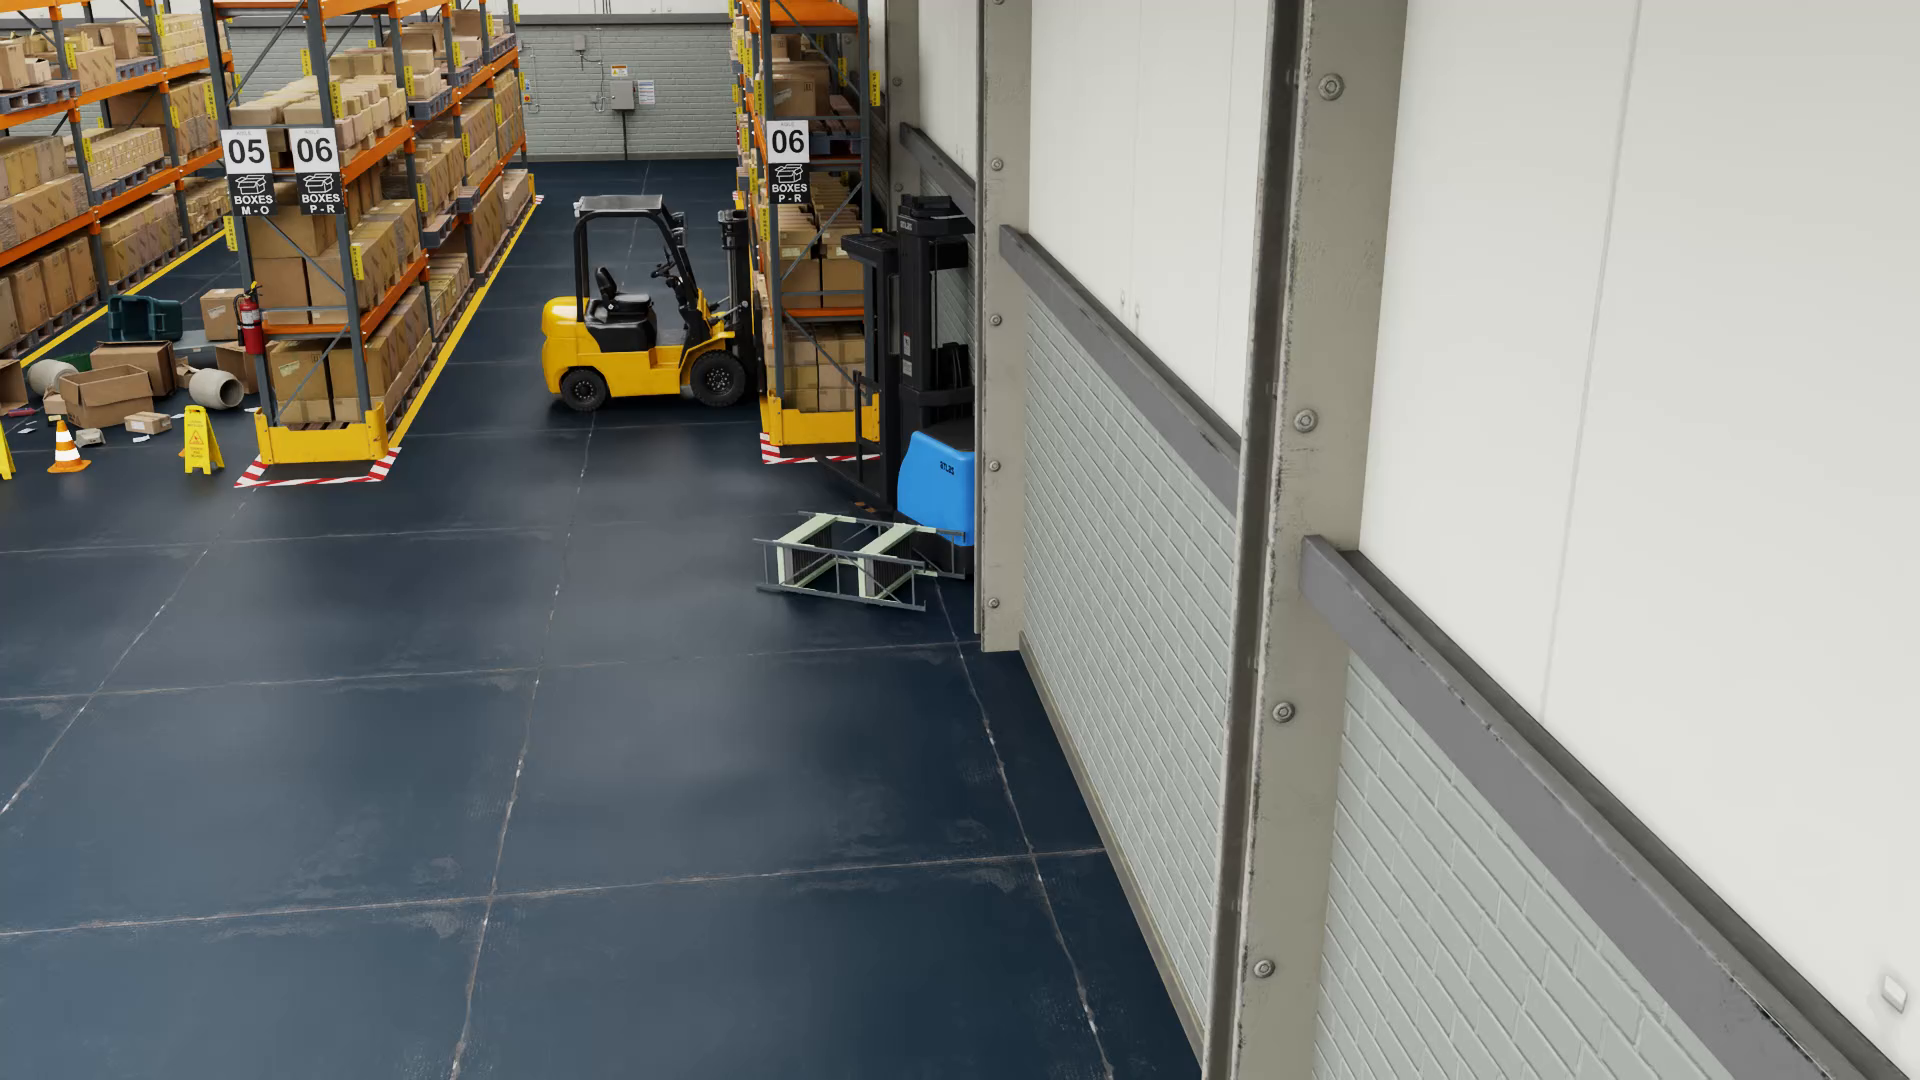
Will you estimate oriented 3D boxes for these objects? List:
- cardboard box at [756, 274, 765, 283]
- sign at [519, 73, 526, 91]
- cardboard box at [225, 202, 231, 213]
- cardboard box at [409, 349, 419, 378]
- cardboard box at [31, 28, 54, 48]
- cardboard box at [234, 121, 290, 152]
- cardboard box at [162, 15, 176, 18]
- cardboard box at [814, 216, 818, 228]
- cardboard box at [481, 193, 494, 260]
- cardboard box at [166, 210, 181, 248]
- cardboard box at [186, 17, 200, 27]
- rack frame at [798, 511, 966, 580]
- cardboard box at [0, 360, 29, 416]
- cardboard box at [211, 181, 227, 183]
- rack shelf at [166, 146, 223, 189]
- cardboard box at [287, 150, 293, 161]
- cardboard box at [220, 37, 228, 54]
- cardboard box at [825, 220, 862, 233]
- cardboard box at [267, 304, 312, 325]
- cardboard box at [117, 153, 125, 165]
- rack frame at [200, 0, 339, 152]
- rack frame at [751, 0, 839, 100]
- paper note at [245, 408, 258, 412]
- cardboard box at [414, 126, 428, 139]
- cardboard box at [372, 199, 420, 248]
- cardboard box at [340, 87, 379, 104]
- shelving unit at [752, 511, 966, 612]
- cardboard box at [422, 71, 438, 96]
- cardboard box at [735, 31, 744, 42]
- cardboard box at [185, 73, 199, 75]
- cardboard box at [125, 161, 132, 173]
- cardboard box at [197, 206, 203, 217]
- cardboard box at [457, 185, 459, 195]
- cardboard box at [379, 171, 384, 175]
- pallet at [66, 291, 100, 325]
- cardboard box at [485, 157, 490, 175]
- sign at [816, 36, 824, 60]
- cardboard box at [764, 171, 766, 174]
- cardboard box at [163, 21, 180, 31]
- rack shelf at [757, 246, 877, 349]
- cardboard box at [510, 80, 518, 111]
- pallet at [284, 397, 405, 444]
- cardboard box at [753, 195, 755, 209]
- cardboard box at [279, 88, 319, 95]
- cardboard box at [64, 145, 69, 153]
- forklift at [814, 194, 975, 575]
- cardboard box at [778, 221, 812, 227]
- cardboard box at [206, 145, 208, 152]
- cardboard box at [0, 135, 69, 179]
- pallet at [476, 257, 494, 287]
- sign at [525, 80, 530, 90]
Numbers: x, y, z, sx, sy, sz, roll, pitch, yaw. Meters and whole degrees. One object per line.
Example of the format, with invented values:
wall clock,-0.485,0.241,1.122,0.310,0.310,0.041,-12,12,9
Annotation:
cardboard box,-2.187,-3.035,20.030,0.500,0.250,0.500,-3,21,-9
sign,-8.049,-8.421,30.555,0.100,0.325,0.005,-3,21,-8
cardboard box,-12.952,-5.800,29.006,0.380,0.149,0.250,-4,21,-10
cardboard box,-6.351,-1.947,18.546,0.500,0.250,0.500,-3,21,-7
cardboard box,-12.839,-7.072,23.414,0.396,0.266,0.258,-3,21,-8
cardboard box,-6.622,-3.843,15.794,0.500,0.250,0.500,-3,21,-8
cardboard box,-13.664,-8.905,28.490,0.380,0.149,0.250,-3,21,-8
cardboard box,-1.423,-3.560,18.466,0.380,0.149,0.250,-4,21,-9
cardboard box,-7.576,-4.729,25.100,0.875,0.875,0.875,-3,21,-7
cardboard box,-12.539,-4.857,25.981,0.500,0.500,0.500,-3,21,-9
cardboard box,-12.979,-8.671,27.861,0.380,0.149,0.250,-2,21,-7
rack frame,-0.646,0.036,13.530,1.500,0.400,0.023,7,21,23
cardboard box,-10.502,-1.650,17.989,0.500,0.500,0.500,1,20,2
cardboard box,-13.002,-6.256,29.378,0.380,0.149,0.250,-3,21,-9
rack shelf,-13.183,-6.431,28.249,1.077,0.370,4.000,-3,21,-8
cardboard box,-6.682,-3.780,16.196,0.380,0.149,0.250,-2,21,-6
cardboard box,-13.144,-8.651,29.092,0.500,0.250,0.500,-3,21,-9
cardboard box,-1.183,-3.169,16.993,0.380,0.149,0.250,-2,21,-6
cardboard box,-6.547,-2.206,16.269,0.380,0.149,0.250,-2,21,-6
cardboard box,-12.376,-5.532,24.148,0.380,0.149,0.250,-3,21,-8
rack frame,-6.281,-5.015,14.857,1.000,3.000,0.127,-3,21,-8
rack frame,-1.946,-6.652,19.239,1.000,3.000,0.127,-3,21,-8
paper note,-7.679,-1.418,18.044,0.142,0.019,0.148,-11,23,-26
cardboard box,-7.768,-5.656,23.574,0.500,0.500,0.500,-3,21,-9
cardboard box,-6.548,-3.635,19.167,0.500,0.500,0.500,-3,21,-9
cardboard box,-6.278,-4.620,17.306,0.380,0.149,0.250,-3,21,-7
shelving unit,-0.796,0.151,13.216,1.500,0.431,0.755,7,21,23
cardboard box,-6.619,-5.520,20.109,0.500,0.250,0.500,-3,21,-8
cardboard box,-3.324,-7.890,26.031,0.380,0.149,0.250,-3,21,-9
cardboard box,-13.669,-7.946,29.280,0.500,0.500,0.500,-3,21,-8
cardboard box,-12.412,-5.483,24.443,0.380,0.149,0.250,-4,21,-10
cardboard box,-12.862,-5.477,27.715,0.380,0.149,0.250,-4,21,-11
cardboard box,-6.935,-4.691,22.321,0.380,0.149,0.250,-4,21,-10
cardboard box,-7.151,-4.121,19.869,0.500,0.500,0.500,-3,21,-9
pallet,-12.279,-3.107,22.308,1.003,0.211,1.213,-3,21,-8
cardboard box,-7.571,-5.795,25.733,0.500,0.250,0.500,-3,21,-9
sign,-1.973,-6.936,23.435,0.100,0.325,0.005,-3,21,-8
cardboard box,-2.399,-4.653,21.392,0.380,0.149,0.250,-3,21,-9
cardboard box,-12.845,-8.305,26.881,0.380,0.149,0.250,-4,21,-9
rack shelf,-1.658,-2.812,18.560,1.077,0.370,4.000,-3,21,-8
cardboard box,-8.178,-7.925,29.651,0.500,0.500,0.500,-3,21,-8
pallet,-6.374,-1.208,17.223,1.003,0.211,1.213,-3,21,-8
cardboard box,-2.552,-4.638,22.635,0.500,0.250,0.500,-4,21,-10
cardboard box,-6.829,-4.591,17.228,0.380,0.149,0.250,-3,21,-7
cardboard box,-12.985,-5.548,23.767,0.380,0.149,0.250,-3,21,-8
forklift,-0.322,-1.561,14.282,1.130,2.935,3.031,-12,24,-29
cardboard box,-1.696,-3.144,16.926,0.380,0.149,0.250,-3,21,-8
cardboard box,-12.934,-6.616,28.076,0.380,0.149,0.250,-2,21,-6
cardboard box,-12.263,-5.049,21.951,0.700,0.500,0.500,-3,21,-8
pallet,-7.473,-3.945,24.552,1.003,0.211,1.213,-3,21,-8
sign,-9.480,-9.841,35.966,0.327,0.218,0.001,-3,21,-8
